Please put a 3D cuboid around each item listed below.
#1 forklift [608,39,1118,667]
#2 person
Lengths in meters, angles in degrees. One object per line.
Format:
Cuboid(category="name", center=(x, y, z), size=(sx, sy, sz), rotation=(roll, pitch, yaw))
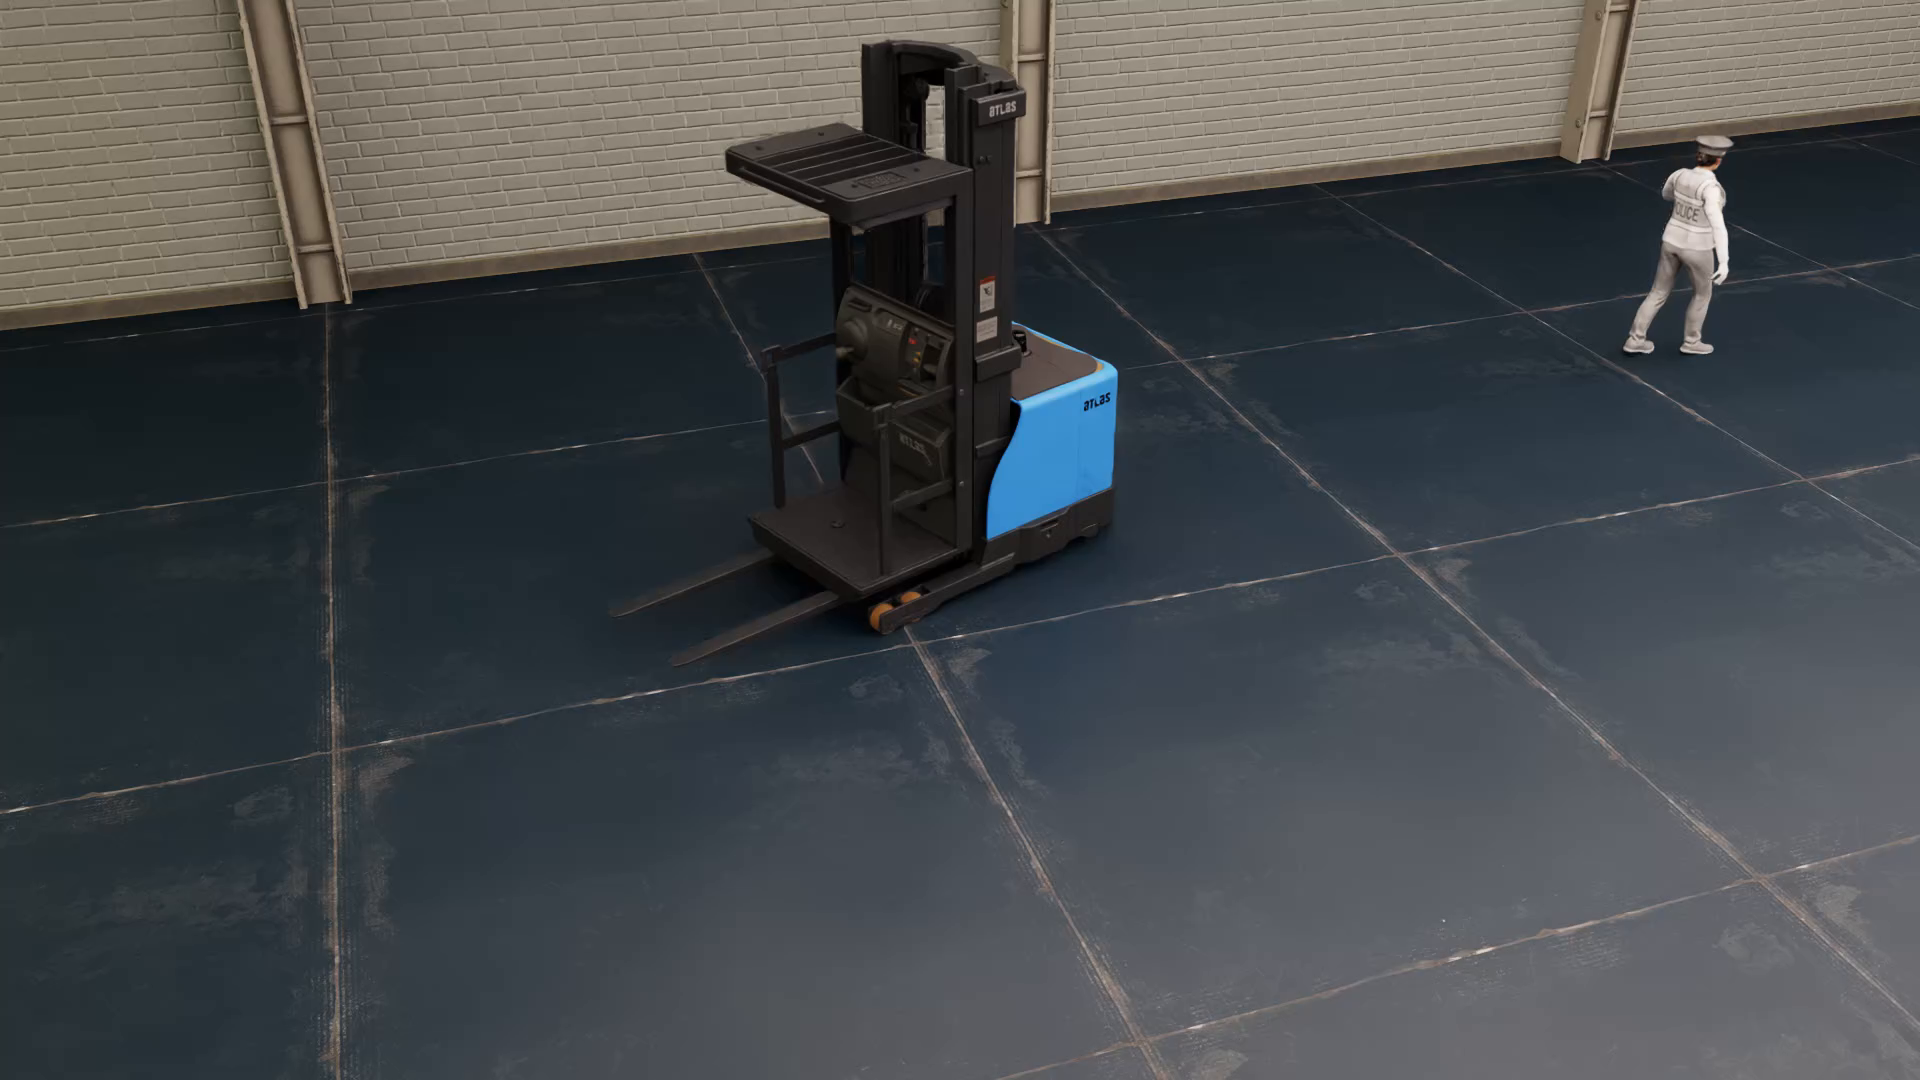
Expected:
Cuboid(category="forklift", center=(-0.520, -1.049, 8.911), size=(3.031, 2.935, 1.130), rotation=(-23, 37, -34))
Cuboid(category="person", center=(5.331, -2.106, 12.059), size=(0.728, 1.646, 0.890), rotation=(-13, 33, -22))
